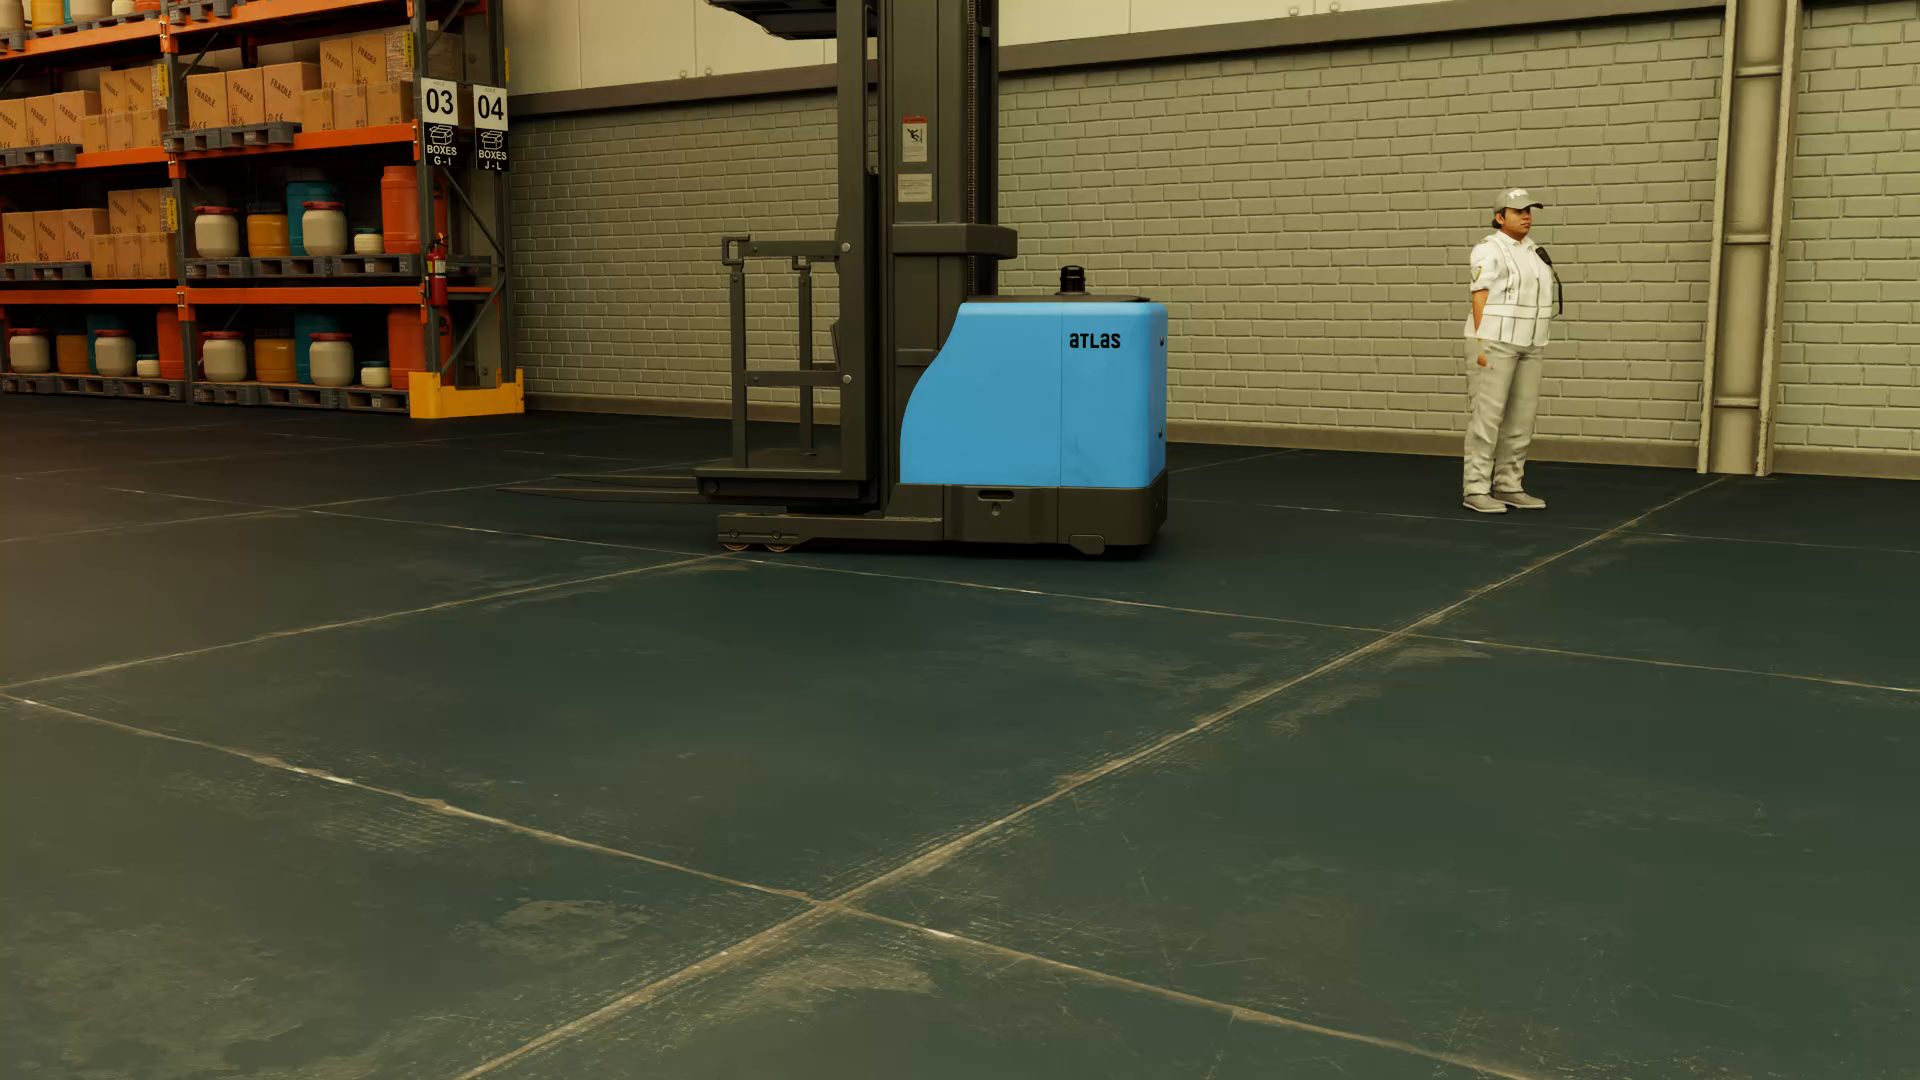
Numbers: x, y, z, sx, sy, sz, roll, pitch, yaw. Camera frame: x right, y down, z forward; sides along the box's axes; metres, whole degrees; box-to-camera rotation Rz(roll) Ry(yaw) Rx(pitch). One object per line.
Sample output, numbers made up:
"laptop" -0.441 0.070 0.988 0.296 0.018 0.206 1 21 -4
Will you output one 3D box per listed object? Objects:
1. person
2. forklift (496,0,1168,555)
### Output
"person" 2.852 -0.989 8.670 0.484 1.668 0.394 -5 10 -32
"forklift" -0.596 -1.469 7.520 3.031 2.935 1.130 2 8 12
